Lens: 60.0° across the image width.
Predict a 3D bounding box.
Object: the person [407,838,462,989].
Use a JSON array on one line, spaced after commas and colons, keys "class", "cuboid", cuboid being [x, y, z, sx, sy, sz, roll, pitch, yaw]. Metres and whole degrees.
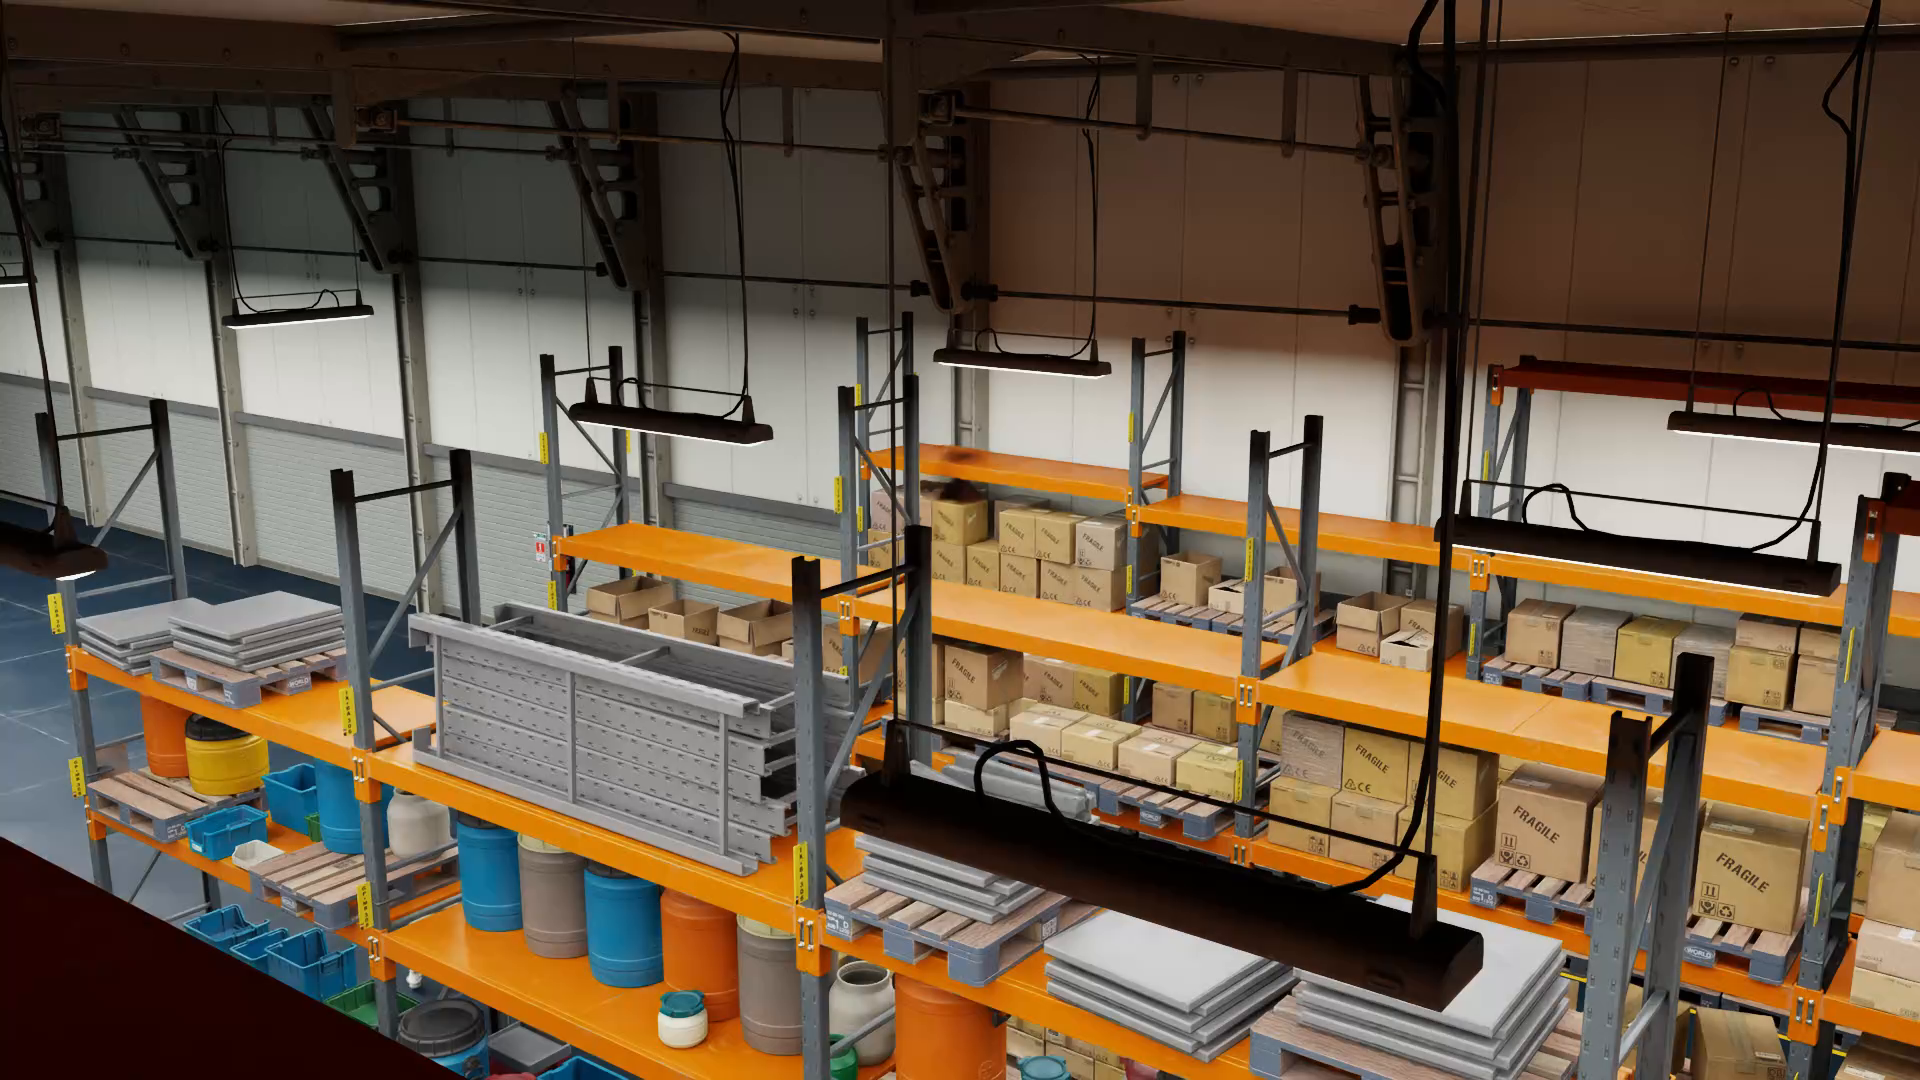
[{"class": "person", "cuboid": [-5.141, 3.489, 16.254, 0.612, 1.783, 0.407, -6, 14, -24]}]
